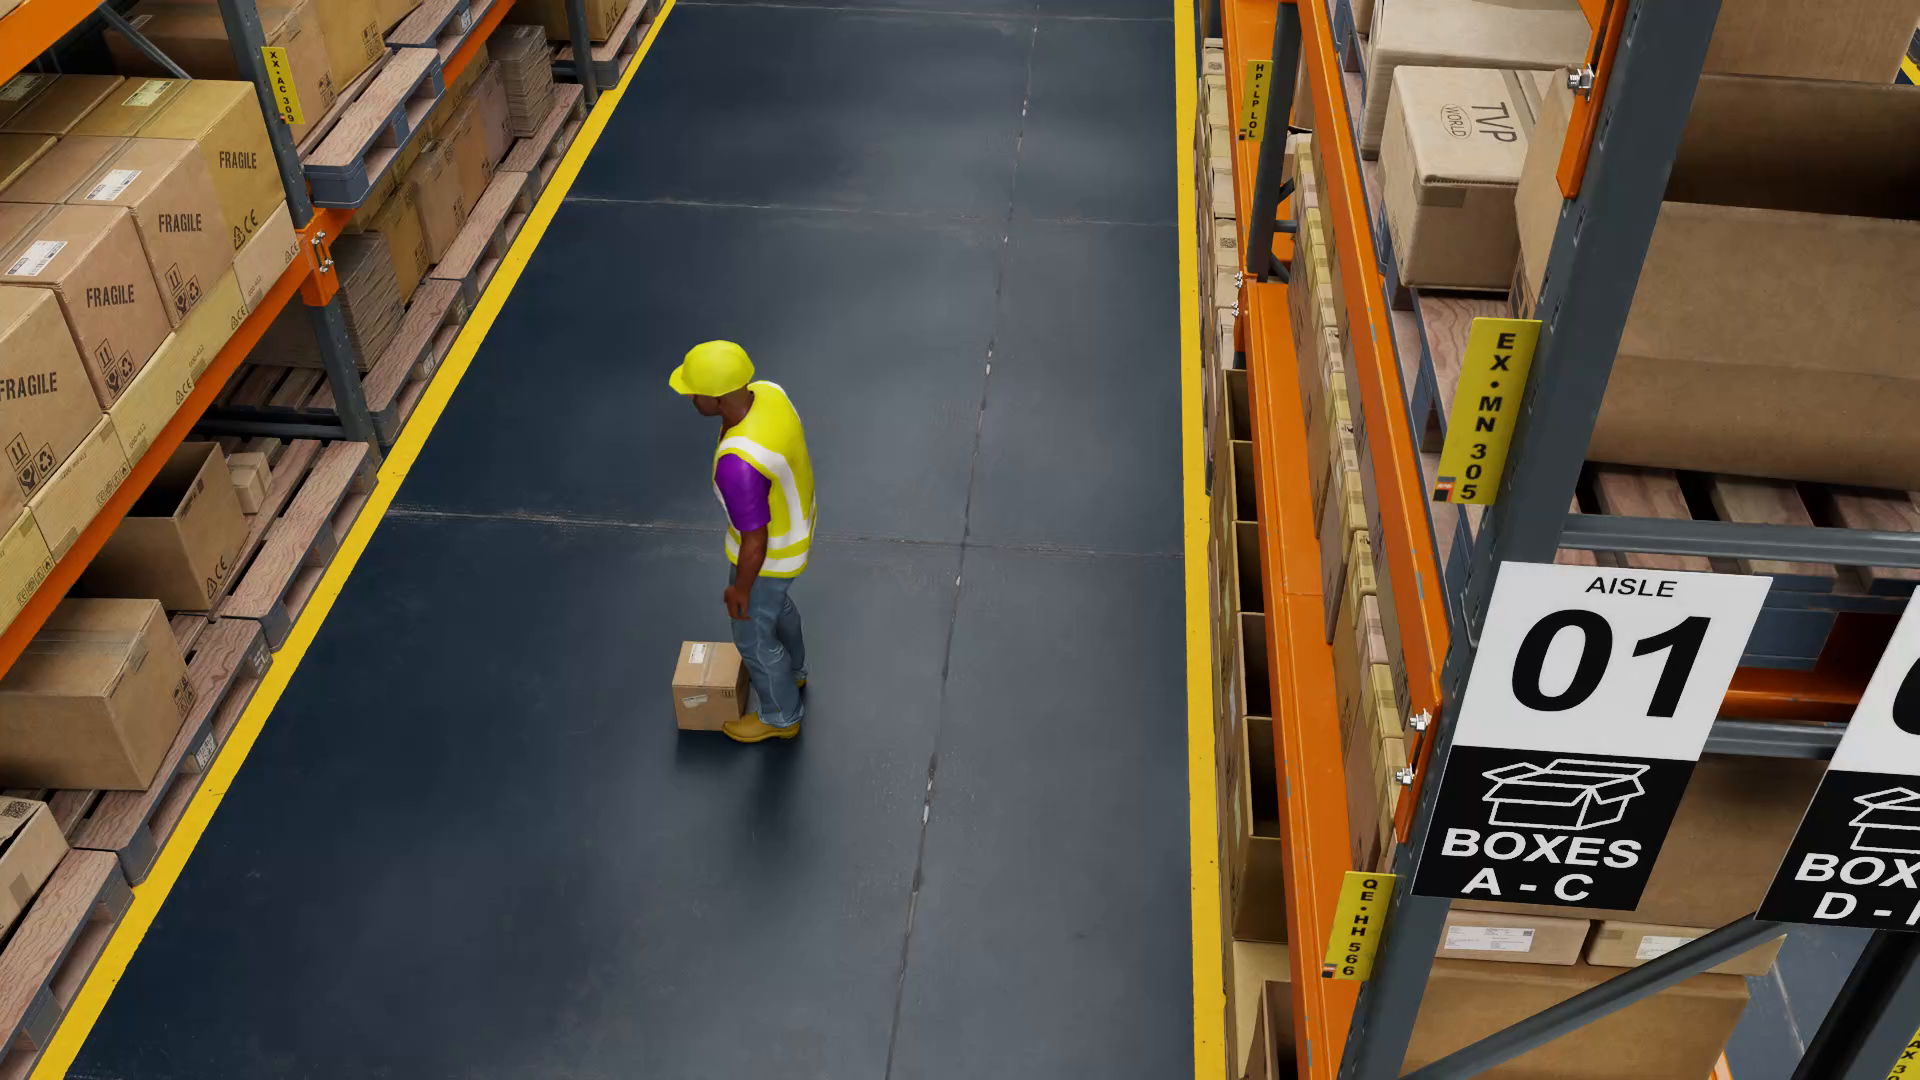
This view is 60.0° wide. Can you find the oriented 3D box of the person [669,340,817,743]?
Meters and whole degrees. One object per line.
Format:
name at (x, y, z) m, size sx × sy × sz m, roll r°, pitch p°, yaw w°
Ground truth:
person at (-0.756, 0.003, 6.138) m, size 0.460 × 1.760 × 0.619 m, roll 3°, pitch 40°, yaw 3°
